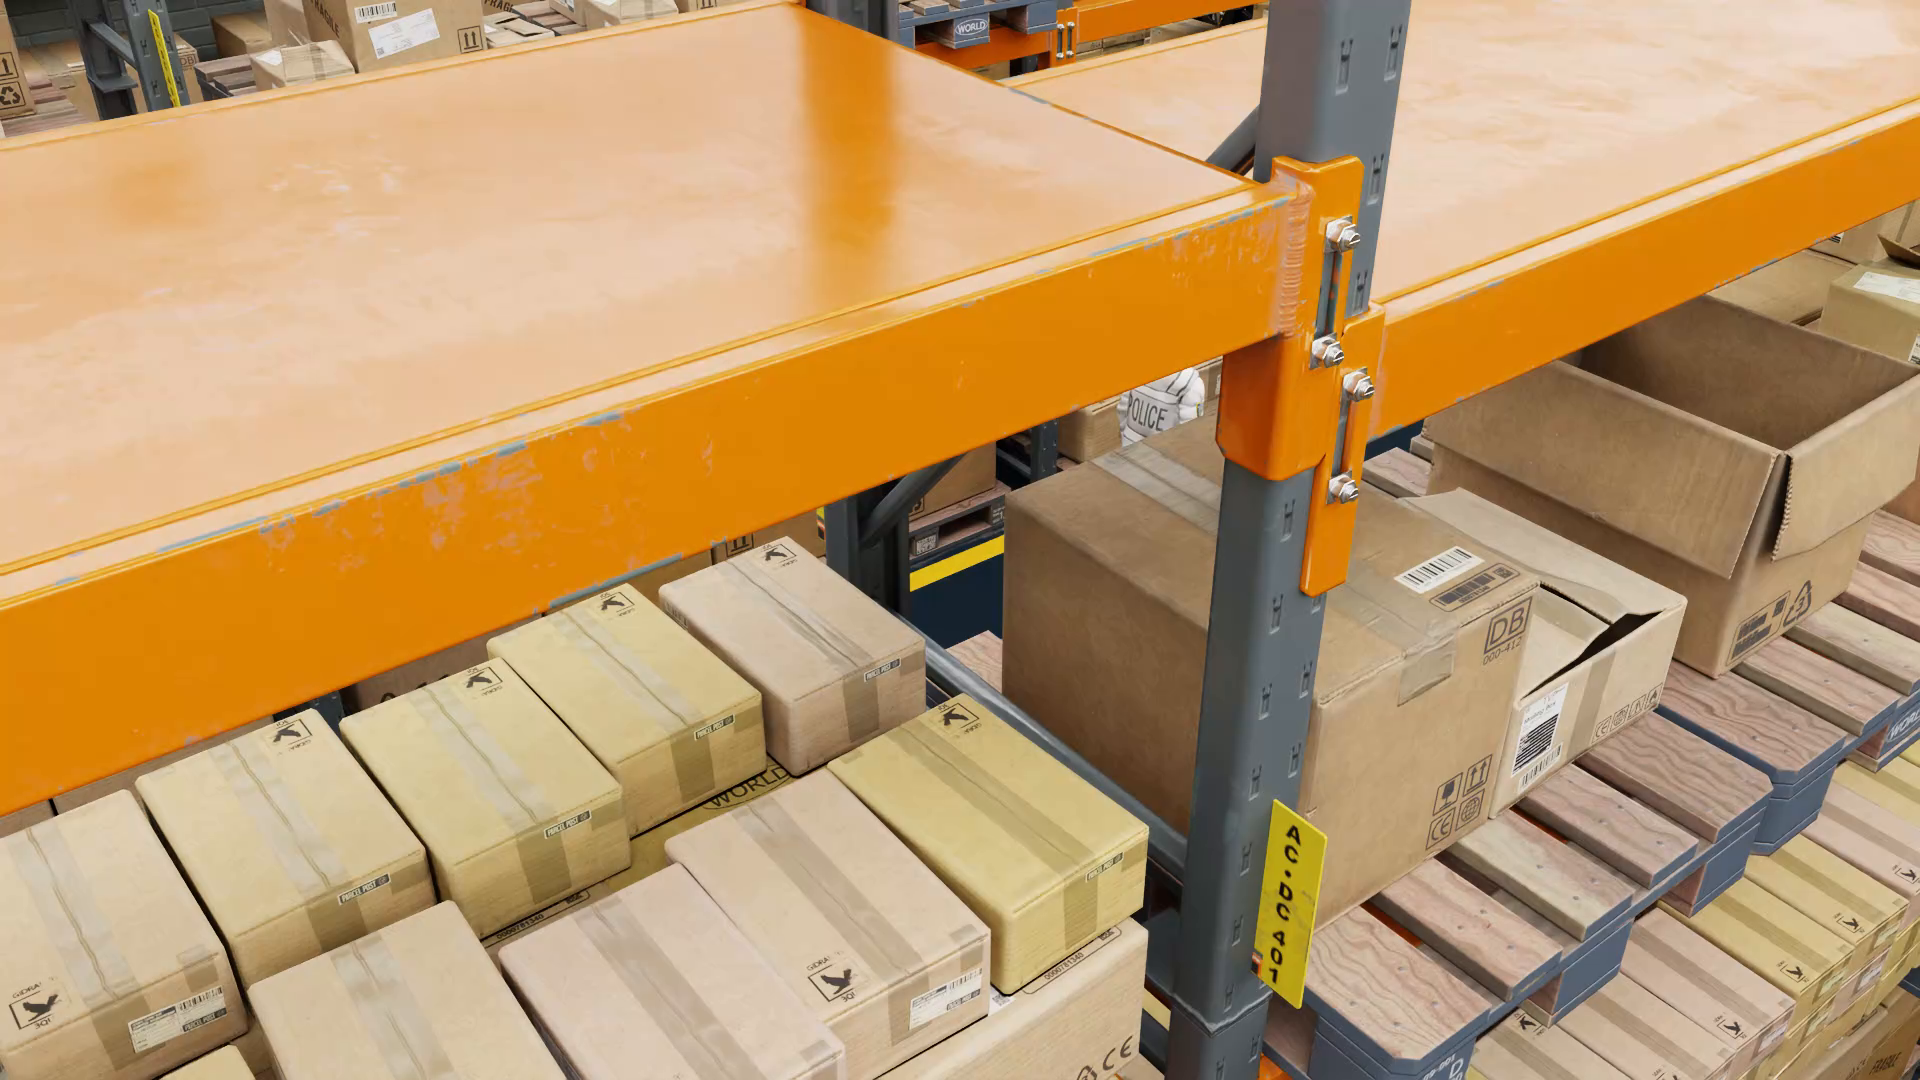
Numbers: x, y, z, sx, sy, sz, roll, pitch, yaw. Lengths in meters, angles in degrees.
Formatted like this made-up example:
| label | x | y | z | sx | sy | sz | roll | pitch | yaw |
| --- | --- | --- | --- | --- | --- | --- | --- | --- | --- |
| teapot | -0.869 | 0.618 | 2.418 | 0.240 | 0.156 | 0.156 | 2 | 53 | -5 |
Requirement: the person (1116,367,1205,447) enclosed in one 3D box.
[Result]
| label | x | y | z | sx | sy | sz | roll | pitch | yaw |
| --- | --- | --- | --- | --- | --- | --- | --- | --- | --- |
| person | 0.999 | -0.375 | 8.223 | 0.369 | 1.667 | 0.547 | -25 | 40 | -33 |
